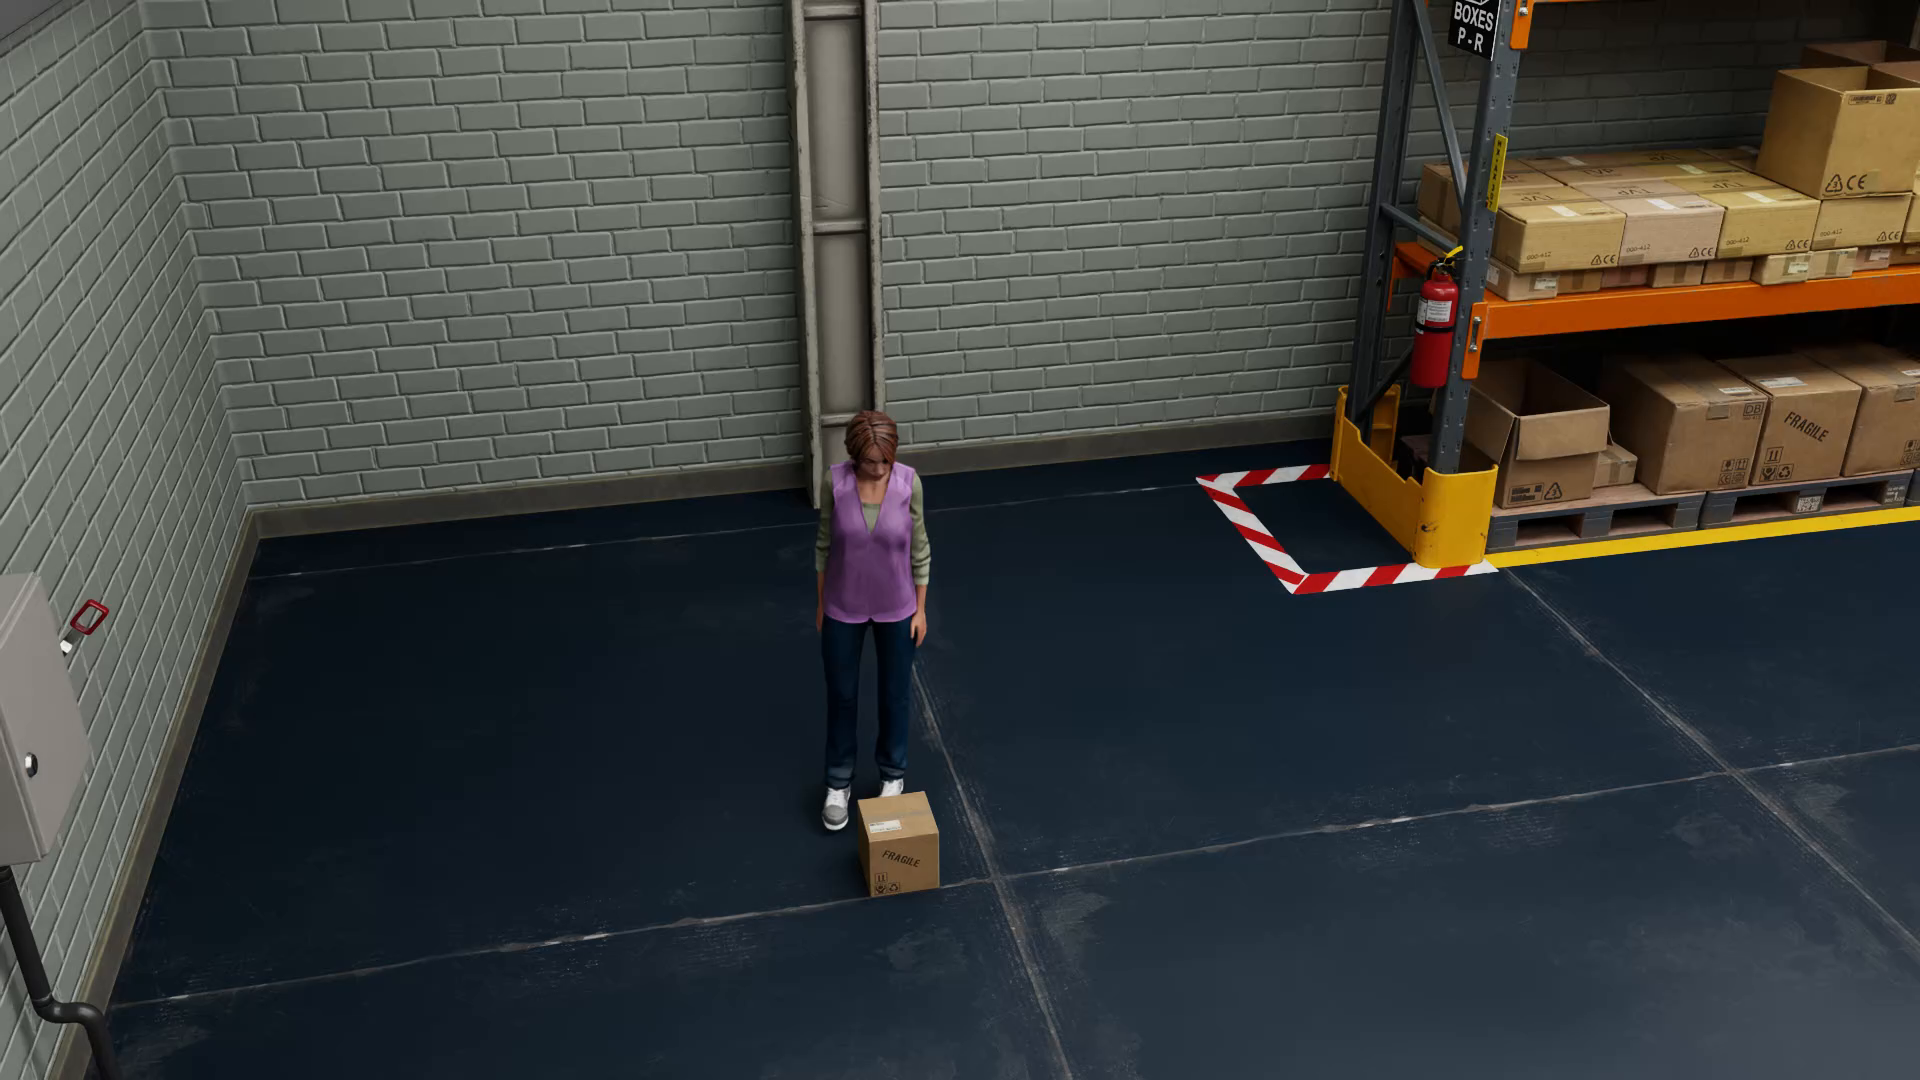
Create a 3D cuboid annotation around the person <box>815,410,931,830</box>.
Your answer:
[{"bbox_3d":[-0.316,0.286,6.032,0.433,1.607,0.394,-2,27,-4],"label":"person"}]
